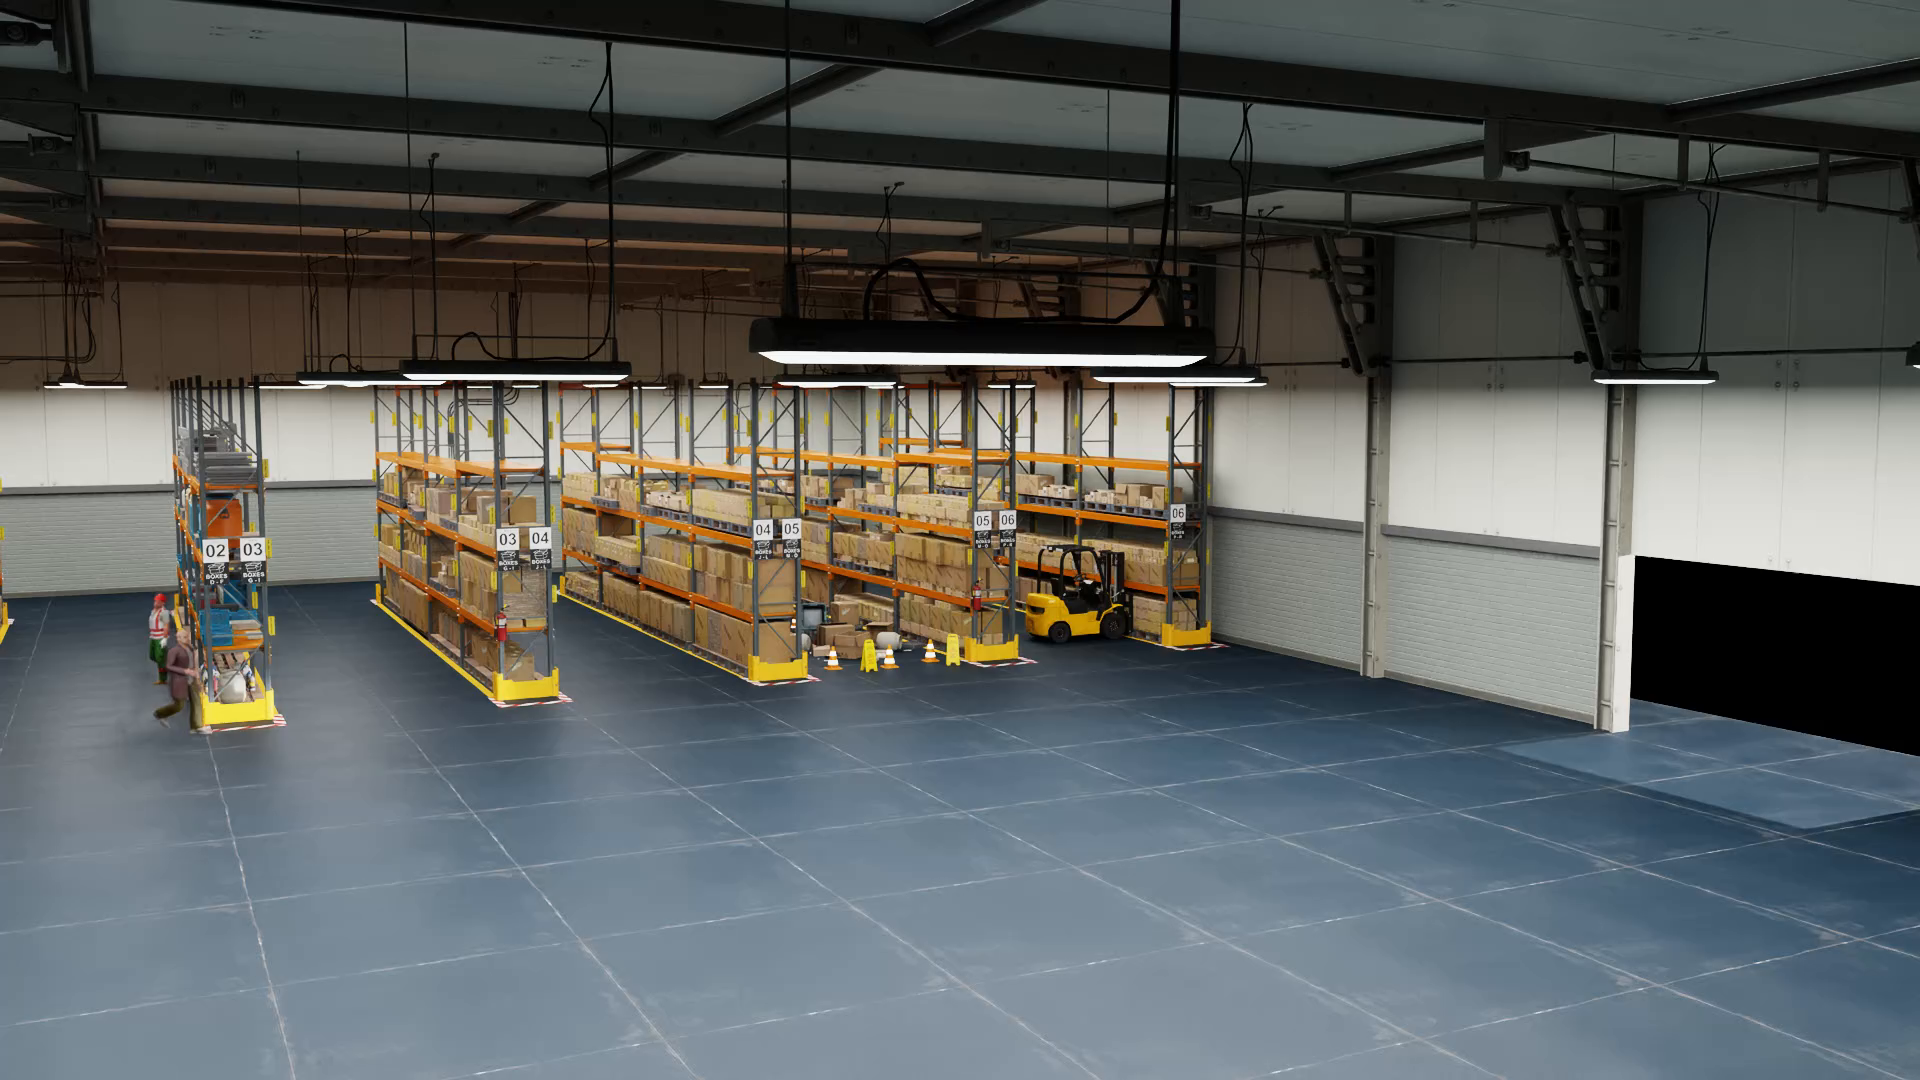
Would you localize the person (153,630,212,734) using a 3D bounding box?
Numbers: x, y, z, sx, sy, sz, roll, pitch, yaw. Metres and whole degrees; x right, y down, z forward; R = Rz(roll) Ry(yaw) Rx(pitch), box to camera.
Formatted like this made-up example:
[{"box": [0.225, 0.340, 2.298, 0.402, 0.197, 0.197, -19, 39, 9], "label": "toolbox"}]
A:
[{"box": [-13.006, 2.376, 27.743, 1.033, 1.758, 0.716, 1, 5, 15], "label": "person"}]

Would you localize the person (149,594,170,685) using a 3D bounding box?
[{"box": [-15.688, 1.929, 32.701, 0.745, 1.779, 0.629, 4, 6, 35], "label": "person"}]
